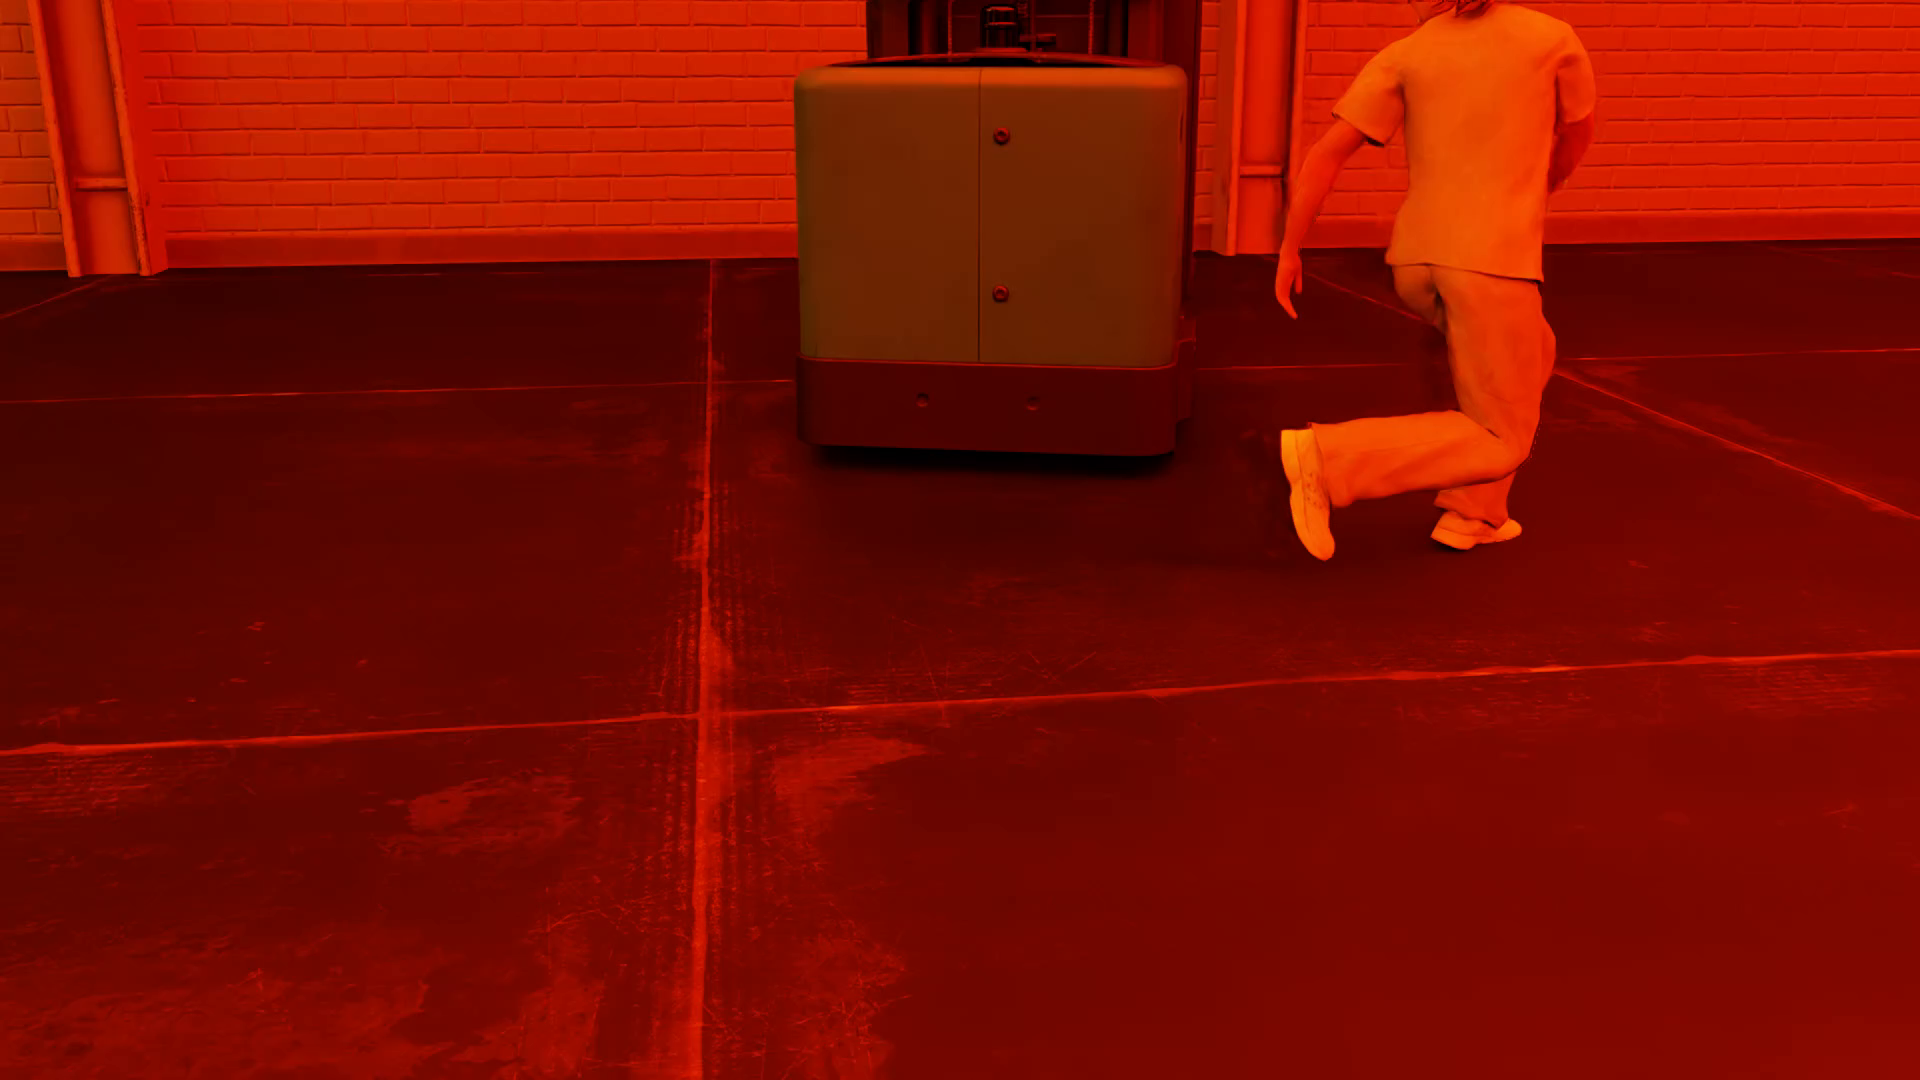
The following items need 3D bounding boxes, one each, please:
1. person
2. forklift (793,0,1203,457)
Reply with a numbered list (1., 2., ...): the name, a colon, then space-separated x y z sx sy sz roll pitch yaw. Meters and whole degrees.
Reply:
1. person: 1.047 -0.658 3.724 0.838 1.456 0.562 -13 21 -37
2. forklift: 0.275 -2.007 5.548 1.130 2.935 3.031 2 17 8
